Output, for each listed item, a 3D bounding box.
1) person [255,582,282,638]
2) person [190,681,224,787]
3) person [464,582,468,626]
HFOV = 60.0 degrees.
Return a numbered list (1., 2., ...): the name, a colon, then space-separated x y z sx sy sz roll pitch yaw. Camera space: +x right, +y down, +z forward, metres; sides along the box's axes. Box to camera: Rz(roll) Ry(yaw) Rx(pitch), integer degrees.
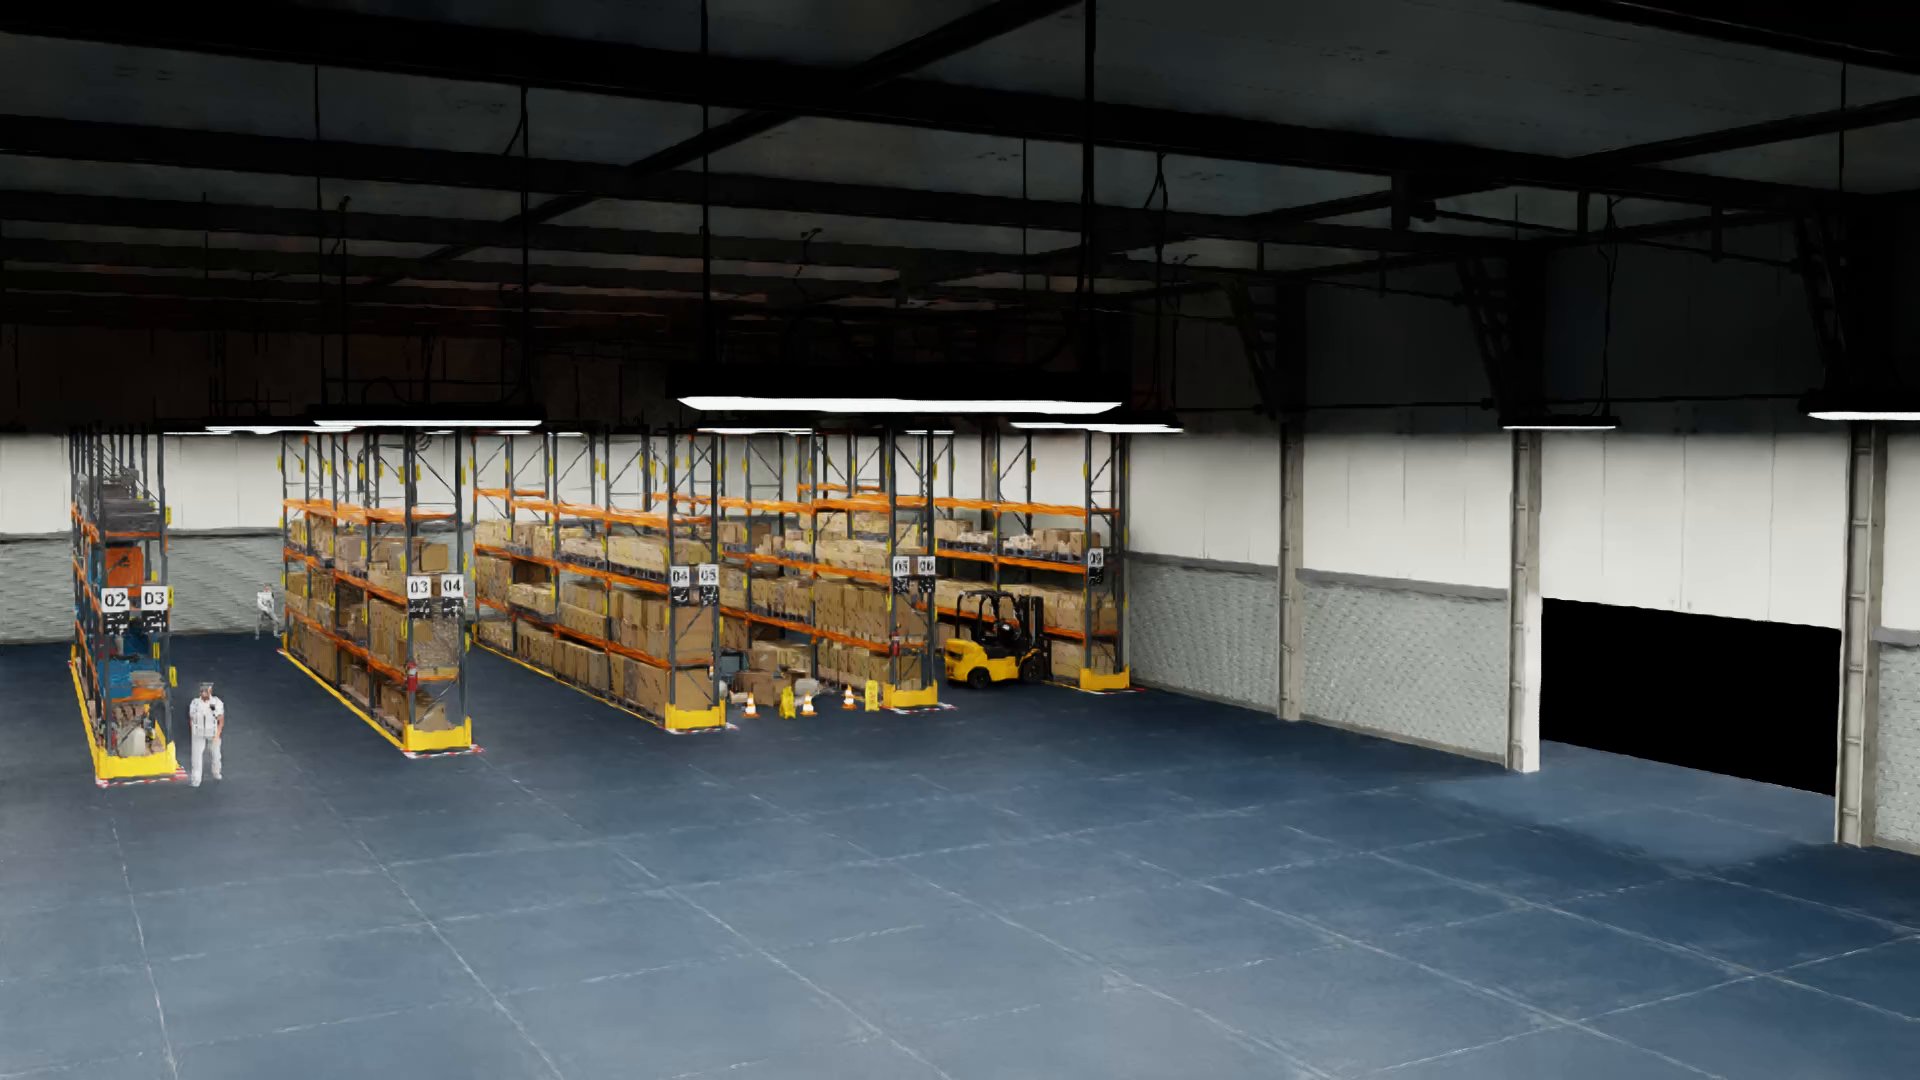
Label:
1. person: -19.766 1.986 47.363 0.735 1.623 0.620 3 5 39
2. person: -12.392 3.161 27.371 0.534 1.701 1.041 -1 4 -20
3. person: -15.018 1.793 49.747 0.574 1.734 0.987 -1 4 -9
